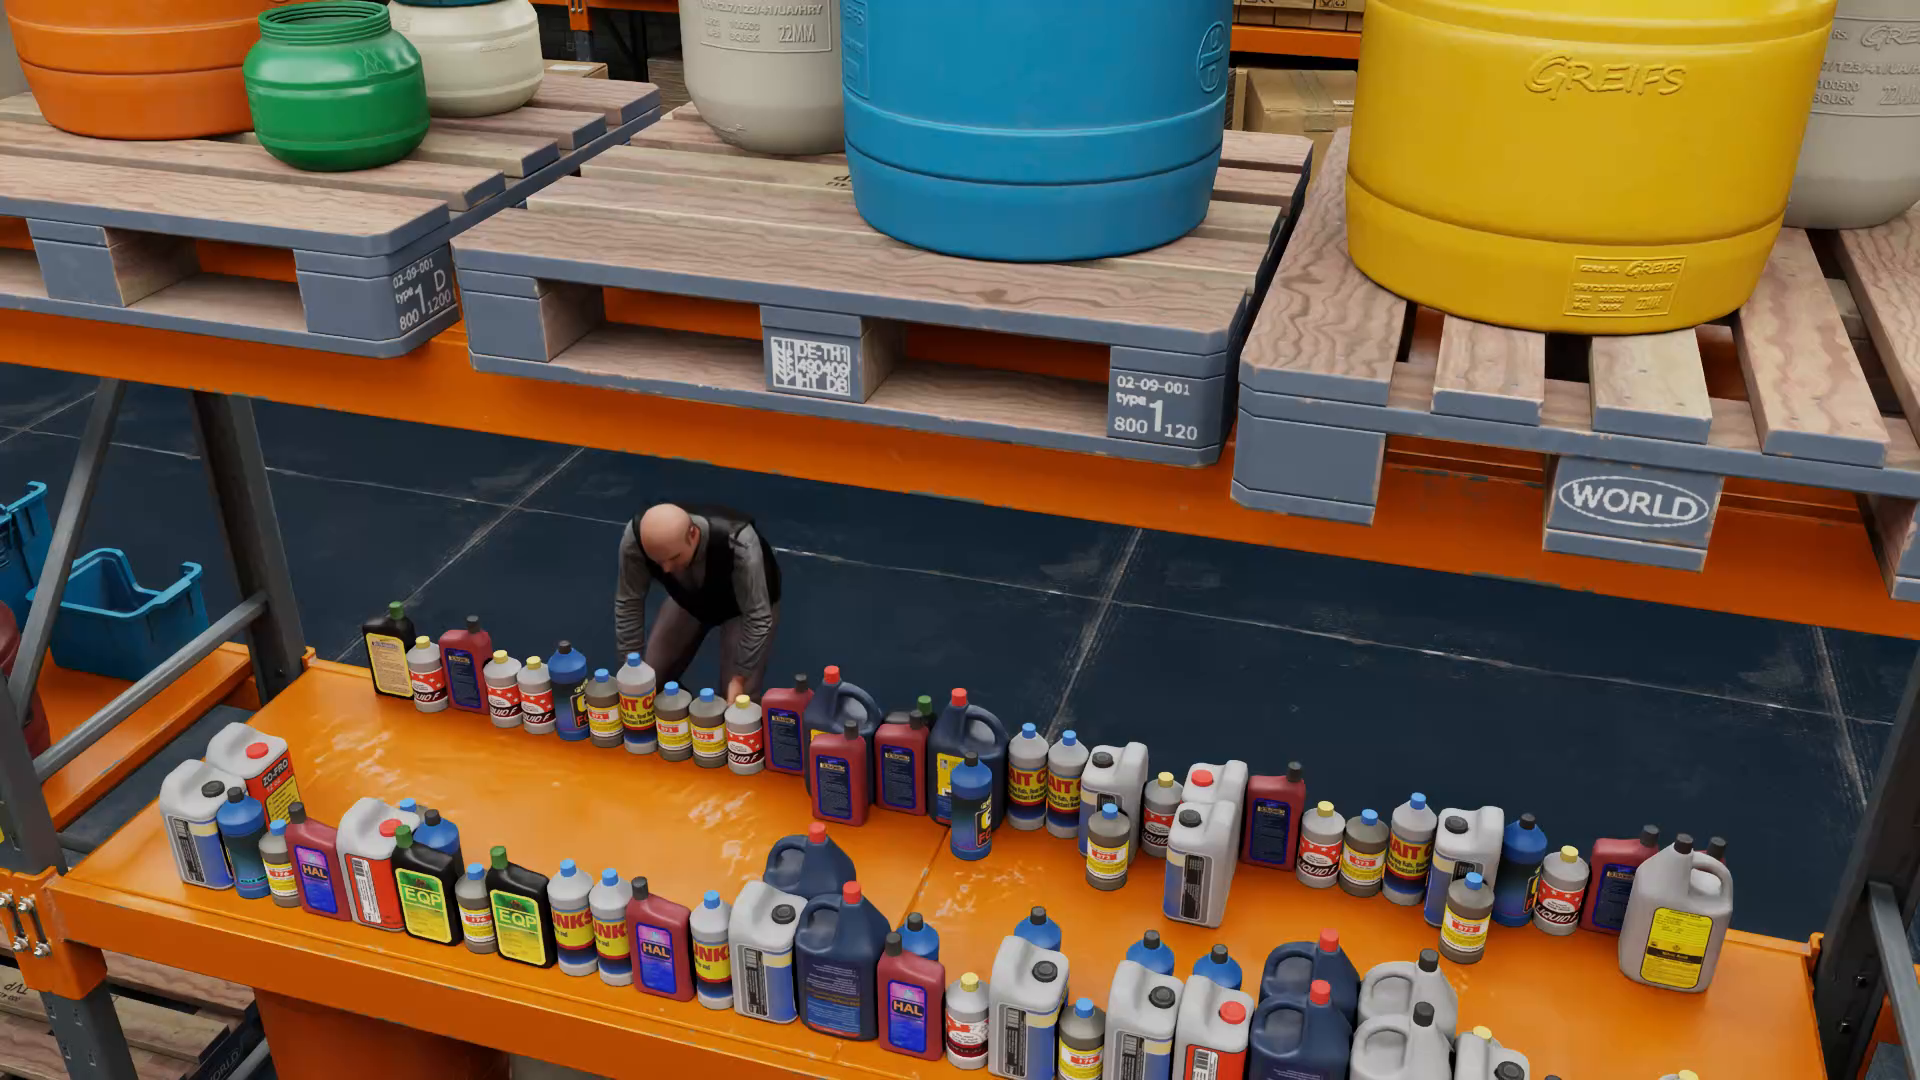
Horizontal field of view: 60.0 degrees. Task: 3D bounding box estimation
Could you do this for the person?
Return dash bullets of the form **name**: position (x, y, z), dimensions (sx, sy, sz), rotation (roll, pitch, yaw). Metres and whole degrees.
- **person**: position (-0.900, 0.320, 6.025), dimensions (0.588, 1.289, 0.767), rotation (9, 30, 15)
